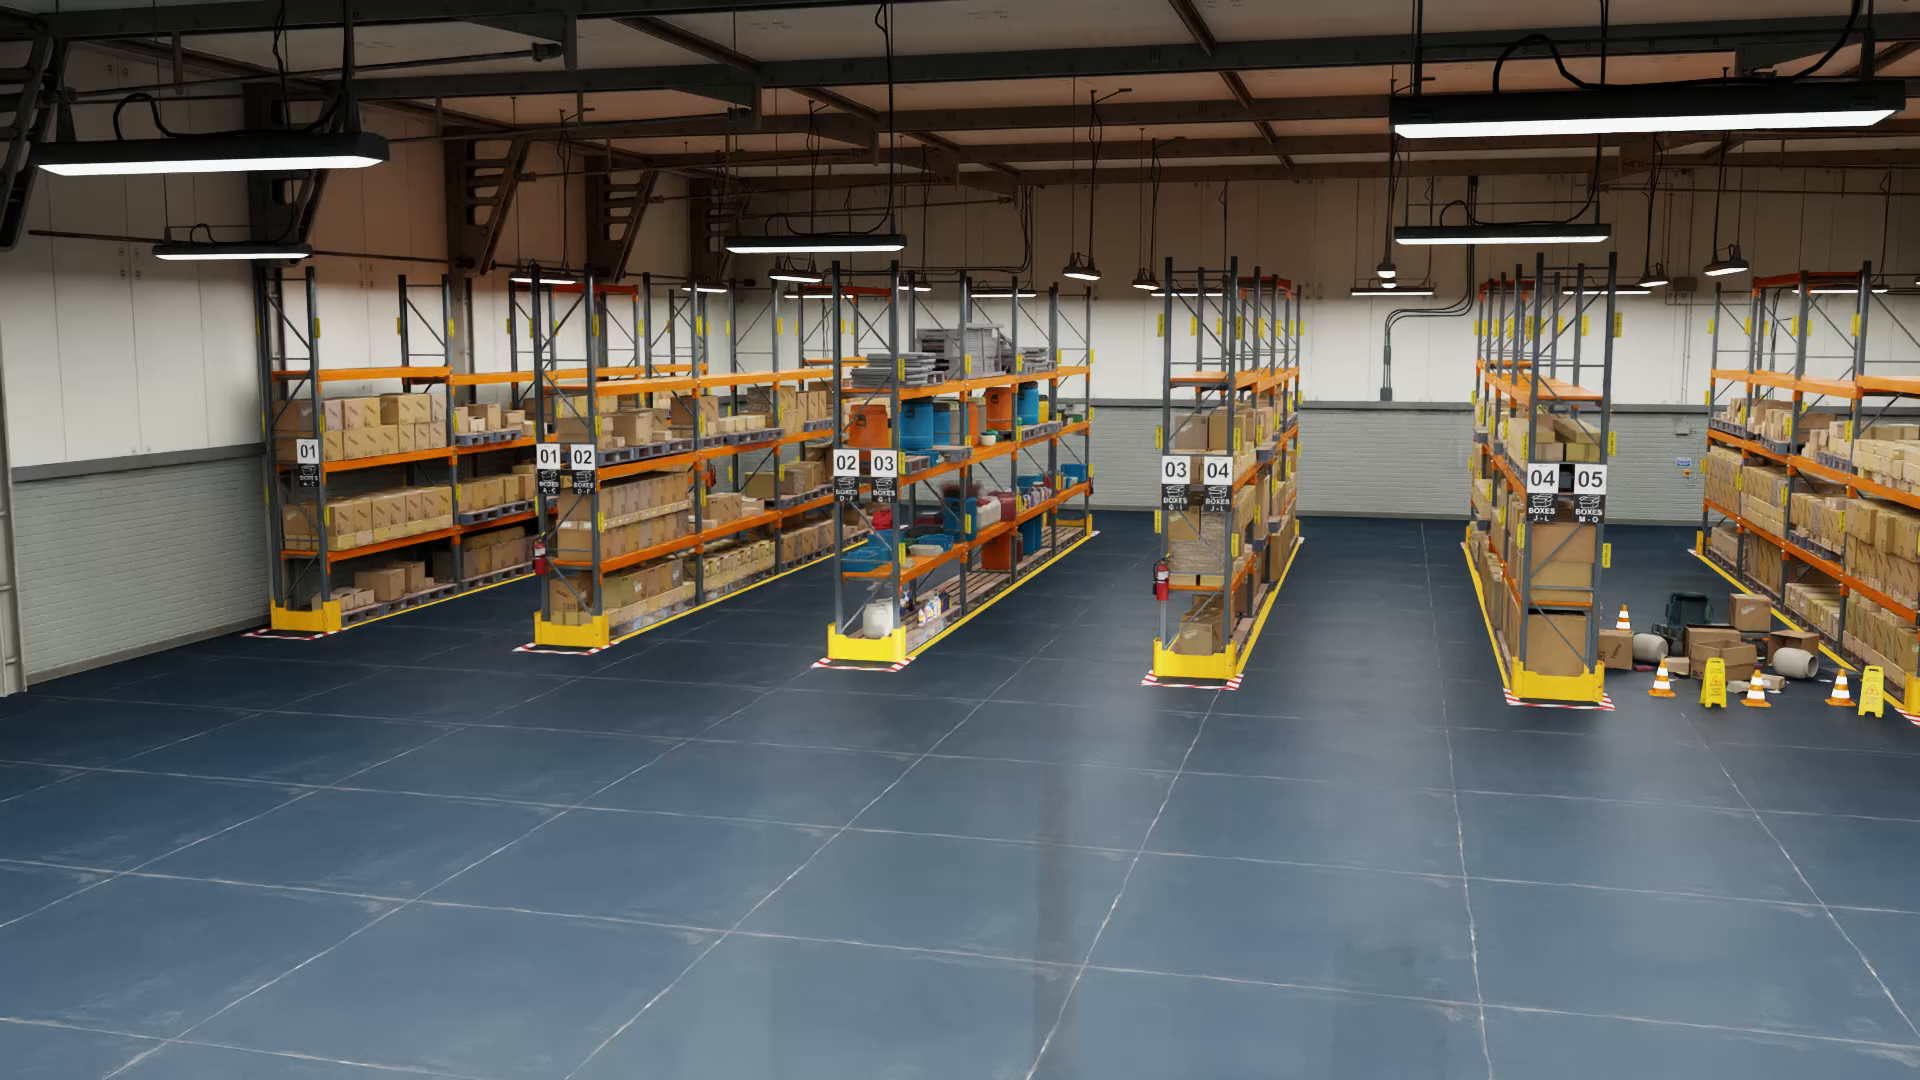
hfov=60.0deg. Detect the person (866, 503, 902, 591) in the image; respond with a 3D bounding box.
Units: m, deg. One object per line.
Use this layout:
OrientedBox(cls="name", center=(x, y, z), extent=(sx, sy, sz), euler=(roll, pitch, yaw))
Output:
OrientedBox(cls="person", center=(-1.391, 0.078, 30.088), extent=(0.529, 1.688, 1.065), euler=(5, 9, 34))
